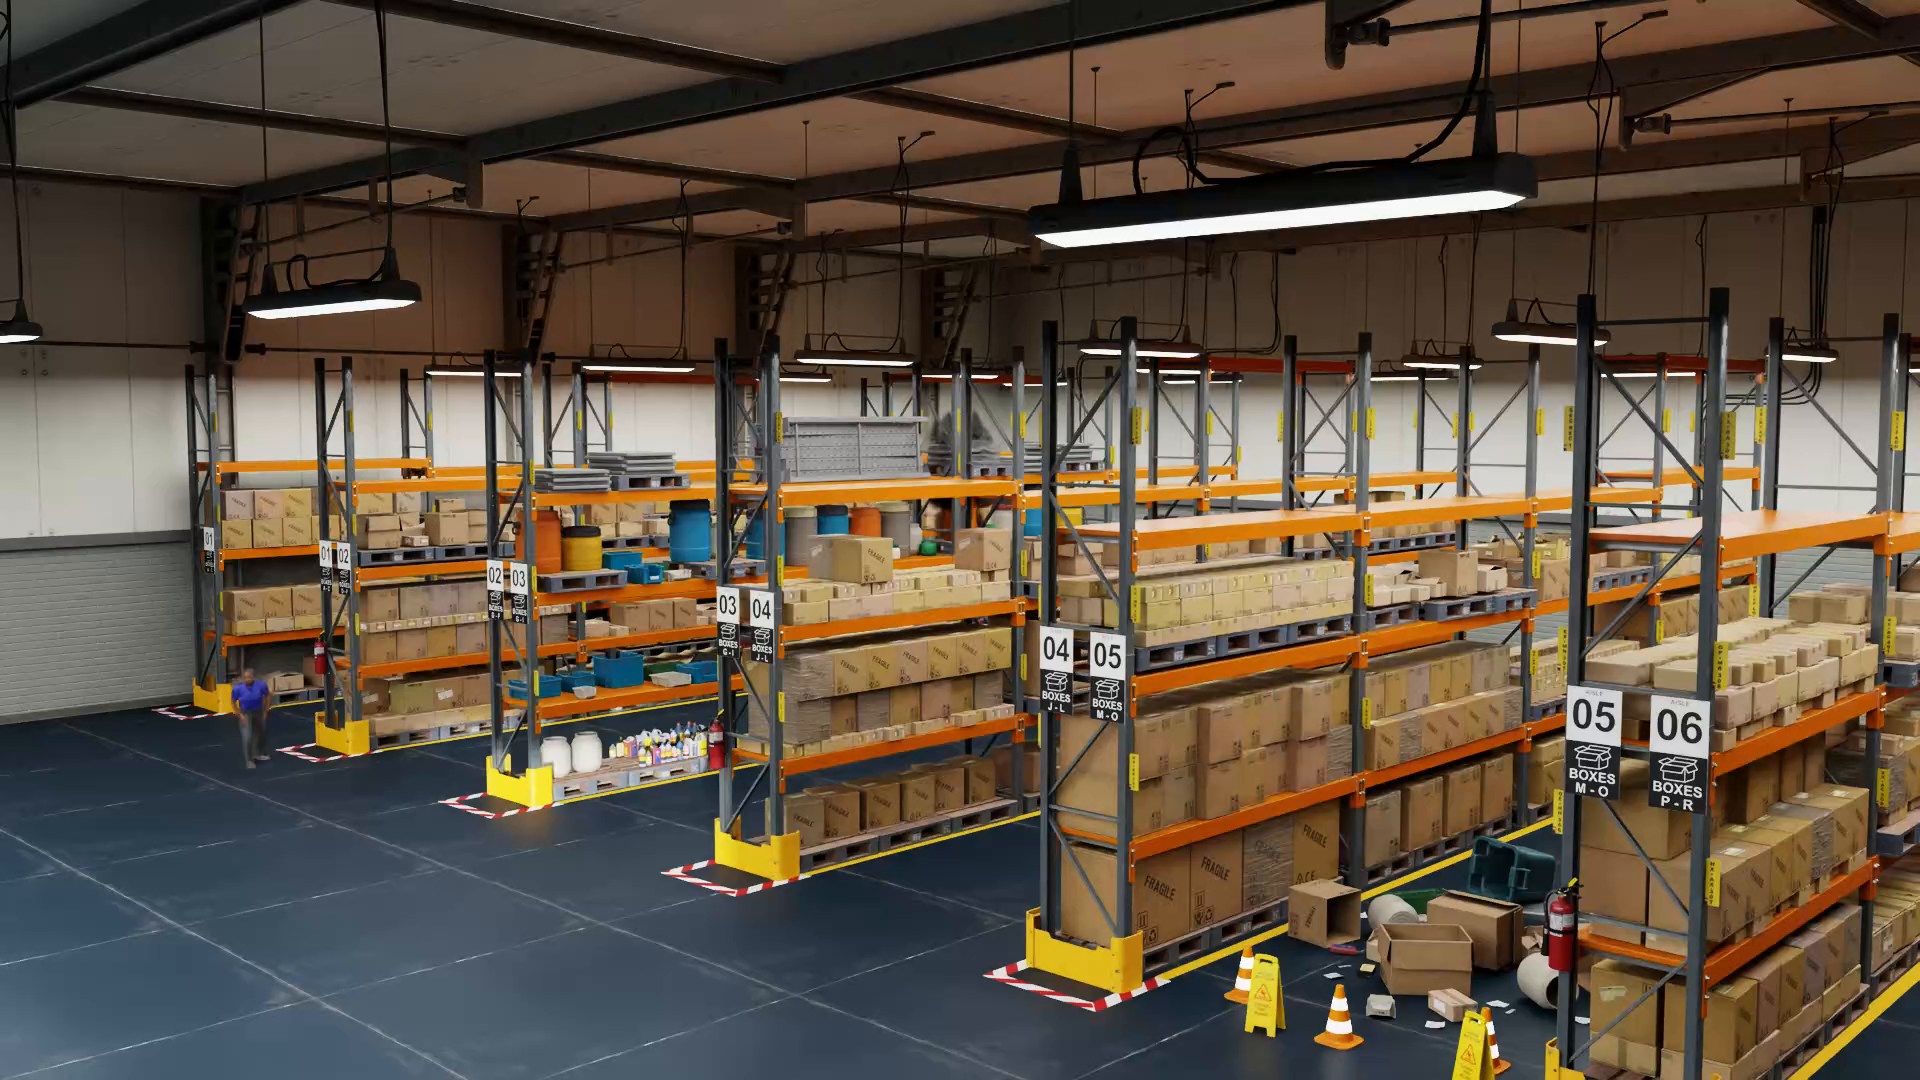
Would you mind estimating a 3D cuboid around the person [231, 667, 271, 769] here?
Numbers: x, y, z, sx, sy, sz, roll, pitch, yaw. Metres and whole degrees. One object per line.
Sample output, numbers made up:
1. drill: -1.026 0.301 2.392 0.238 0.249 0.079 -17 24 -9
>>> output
1. person: -10.311 2.596 24.235 0.626 1.459 0.816 -4 6 -40
